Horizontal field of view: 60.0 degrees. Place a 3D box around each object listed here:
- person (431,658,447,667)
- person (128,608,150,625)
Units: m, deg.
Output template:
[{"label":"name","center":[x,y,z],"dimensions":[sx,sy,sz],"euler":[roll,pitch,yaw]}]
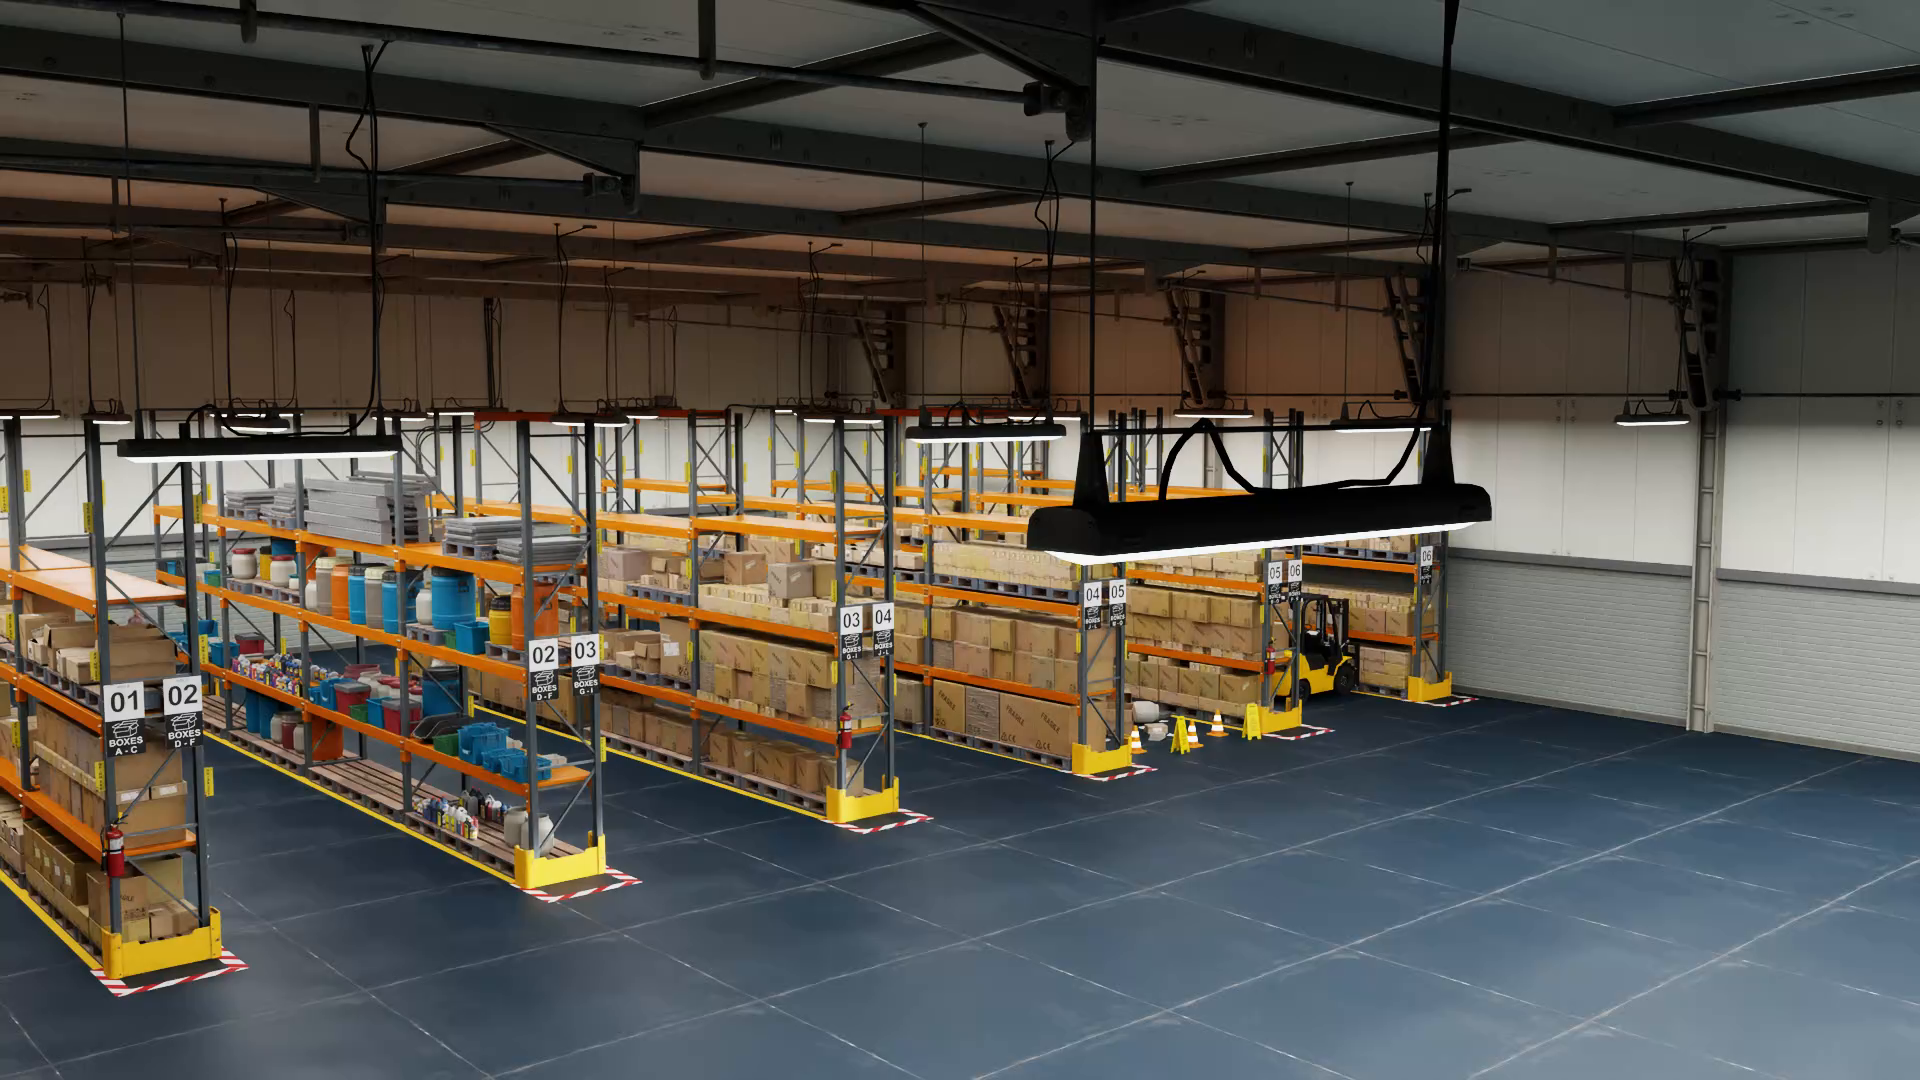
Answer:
[{"label":"person","center":[-9.866,2.784,31.480],"dimensions":[0.392,1.555,0.823],"euler":[-5,7,-43]},{"label":"person","center":[-17.738,2.287,36.205],"dimensions":[0.550,1.805,0.605],"euler":[2,5,23]}]
